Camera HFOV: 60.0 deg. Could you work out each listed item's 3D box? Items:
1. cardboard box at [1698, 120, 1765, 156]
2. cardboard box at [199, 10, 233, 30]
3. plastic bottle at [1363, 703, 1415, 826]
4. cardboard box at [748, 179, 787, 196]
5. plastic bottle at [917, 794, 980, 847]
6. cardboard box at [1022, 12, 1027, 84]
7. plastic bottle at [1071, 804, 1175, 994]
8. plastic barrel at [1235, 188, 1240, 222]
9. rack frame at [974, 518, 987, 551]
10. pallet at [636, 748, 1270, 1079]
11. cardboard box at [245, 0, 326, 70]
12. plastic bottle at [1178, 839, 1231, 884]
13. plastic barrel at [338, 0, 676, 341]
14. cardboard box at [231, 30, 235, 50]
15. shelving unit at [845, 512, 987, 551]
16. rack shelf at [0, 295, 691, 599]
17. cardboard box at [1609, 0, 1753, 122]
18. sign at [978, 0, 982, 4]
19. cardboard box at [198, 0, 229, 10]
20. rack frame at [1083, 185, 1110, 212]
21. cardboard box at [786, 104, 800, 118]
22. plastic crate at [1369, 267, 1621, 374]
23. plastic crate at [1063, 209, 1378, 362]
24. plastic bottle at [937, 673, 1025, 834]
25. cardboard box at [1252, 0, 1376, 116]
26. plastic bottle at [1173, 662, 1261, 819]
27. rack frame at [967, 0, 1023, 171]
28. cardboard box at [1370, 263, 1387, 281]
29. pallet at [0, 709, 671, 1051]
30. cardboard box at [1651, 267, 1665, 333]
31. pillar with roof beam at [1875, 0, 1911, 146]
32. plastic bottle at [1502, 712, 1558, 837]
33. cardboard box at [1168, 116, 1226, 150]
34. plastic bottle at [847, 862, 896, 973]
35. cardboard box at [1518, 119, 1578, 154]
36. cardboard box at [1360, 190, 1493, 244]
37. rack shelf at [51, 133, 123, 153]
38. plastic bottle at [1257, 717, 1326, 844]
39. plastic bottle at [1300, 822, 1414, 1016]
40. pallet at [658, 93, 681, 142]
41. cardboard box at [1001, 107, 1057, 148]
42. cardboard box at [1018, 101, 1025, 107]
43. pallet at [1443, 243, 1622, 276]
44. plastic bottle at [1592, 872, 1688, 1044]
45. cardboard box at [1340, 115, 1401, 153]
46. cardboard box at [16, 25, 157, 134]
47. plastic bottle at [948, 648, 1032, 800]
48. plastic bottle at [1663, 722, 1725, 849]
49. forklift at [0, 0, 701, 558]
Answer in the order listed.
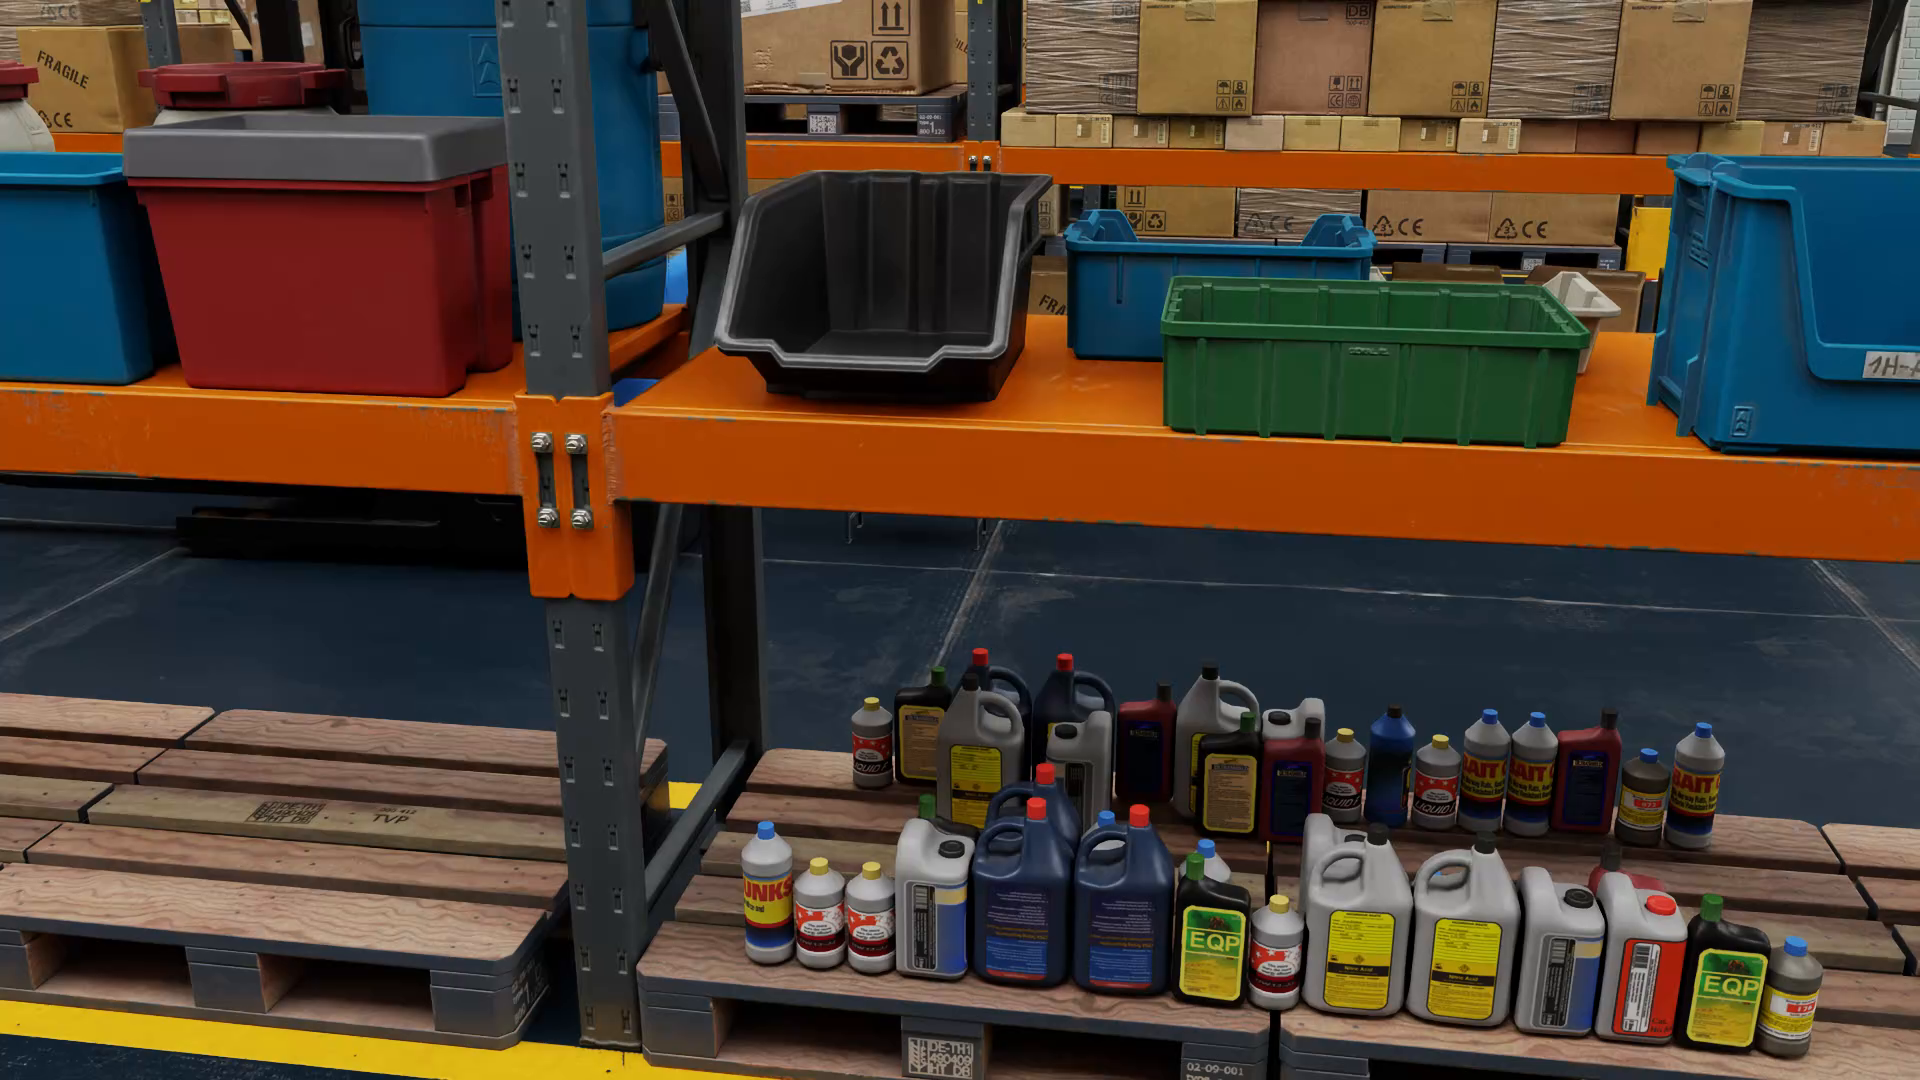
[{"bbox_3d":[3.306,-1.761,7.236,0.250,0.149,0.380,3,19,9],"label":"cardboard box"},{"bbox_3d":[-5.755,-4.093,13.075,0.250,0.149,0.380,2,19,6],"label":"cardboard box"},{"bbox_3d":[0.959,0.494,3.706,0.097,0.271,0.097,0,18,0],"label":"plastic bottle"},{"bbox_3d":[-1.439,-2.904,13.137,0.750,0.750,1.050,3,19,9],"label":"cardboard box"},{"bbox_3d":[-0.028,0.636,3.263,0.133,0.283,0.061,3,19,9],"label":"plastic bottle"},{"bbox_3d":[0.502,-3.662,12.362,0.500,0.500,0.500,3,19,8],"label":"cardboard box"},{"bbox_3d":[0.305,0.656,3.095,0.185,0.351,0.144,2,19,6],"label":"plastic bottle"},{"bbox_3d":[2.423,-2.873,14.224,0.512,0.421,0.421,-15,24,-38],"label":"plastic barrel"},{"bbox_3d":[0.077,-0.565,6.101,0.015,1.200,0.240,3,19,9],"label":"rack frame"},{"bbox_3d":[0.044,0.798,3.585,1.213,0.211,1.003,3,19,9],"label":"pallet"},{"bbox_3d":[-3.237,-2.556,8.396,0.500,0.500,0.500,1,19,2],"label":"cardboard box"},{"bbox_3d":[0.456,0.690,3.121,0.097,0.271,0.097,0,18,0],"label":"plastic bottle"},{"bbox_3d":[-0.946,-0.923,3.545,0.708,0.901,0.600,3,19,9],"label":"plastic barrel"},{"bbox_3d":[-5.755,-3.952,13.120,0.250,0.149,0.380,3,19,9],"label":"cardboard box"},{"bbox_3d":[-0.163,-0.577,6.138,0.503,1.200,0.258,3,19,9],"label":"shelving unit"},{"bbox_3d":[-2.587,-0.331,3.698,4.000,0.370,1.077,3,19,9],"label":"rack shelf"},{"bbox_3d":[3.071,-2.134,7.327,0.500,0.500,0.875,3,19,9],"label":"cardboard box"},{"bbox_3d":[0.088,-2.498,7.217,0.005,0.325,0.100,3,19,9],"label":"sign"},{"bbox_3d":[-5.748,-4.233,13.025,0.250,0.149,0.380,3,19,8],"label":"cardboard box"},{"bbox_3d":[1.059,-3.672,12.550,0.127,3.000,1.000,3,19,9],"label":"rack frame"},{"bbox_3d":[-2.365,-5.980,22.727,0.500,0.500,0.500,3,19,8],"label":"cardboard box"},{"bbox_3d":[1.031,-0.444,3.318,0.437,0.136,0.530,3,19,9],"label":"plastic crate"},{"bbox_3d":[0.523,-0.530,3.394,0.616,0.251,0.499,3,19,9],"label":"plastic crate"},{"bbox_3d":[0.046,0.464,3.672,0.185,0.351,0.144,3,19,9],"label":"plastic bottle"},{"bbox_3d":[1.605,-2.240,7.643,0.500,0.500,0.875,3,19,9],"label":"cardboard box"},{"bbox_3d":[0.577,0.444,3.729,0.185,0.351,0.144,3,19,8],"label":"plastic bottle"},{"bbox_3d":[0.173,-2.123,7.921,0.127,3.000,1.000,3,19,9],"label":"rack frame"},{"bbox_3d":[1.754,-1.071,8.054,0.500,0.500,0.500,1,19,4],"label":"cardboard box"},{"bbox_3d":[-1.394,0.724,3.807,1.213,0.211,1.003,3,19,9],"label":"pallet"},{"bbox_3d":[3.508,-0.972,7.759,0.500,0.500,0.500,7,20,19],"label":"cardboard box"},{"bbox_3d":[11.175,-8.093,16.309,0.400,9.000,9.100,3,19,9],"label":"pillar with roof beam"},{"bbox_3d":[1.258,0.509,3.661,0.097,0.271,0.097,0,18,0],"label":"plastic bottle"},{"bbox_3d":[1.082,-1.869,7.556,0.250,0.149,0.380,3,19,9],"label":"cardboard box"},{"bbox_3d":[-0.167,0.711,3.168,0.097,0.201,0.097,0,18,0],"label":"plastic bottle"},{"bbox_3d":[2.571,-1.810,7.381,0.250,0.149,0.380,3,19,9],"label":"cardboard box"},{"bbox_3d":[3.460,-2.719,12.389,0.875,0.875,0.875,3,19,8],"label":"cardboard box"},{"bbox_3d":[-5.751,-2.084,8.937,4.000,0.370,1.077,3,19,9],"label":"rack shelf"},{"bbox_3d":[0.721,0.519,3.612,0.133,0.283,0.061,3,19,9],"label":"plastic bottle"},{"bbox_3d":[0.725,0.678,3.031,0.185,0.351,0.144,3,19,8],"label":"plastic bottle"},{"bbox_3d":[-1.815,-2.146,8.293,1.213,0.211,1.003,3,19,9],"label":"pallet"},{"bbox_3d":[0.338,-1.899,7.646,0.250,0.149,0.380,3,19,9],"label":"cardboard box"},{"bbox_3d":[0.432,-2.085,8.203,0.250,0.149,0.380,3,19,9],"label":"cardboard box"},{"bbox_3d":[4.207,-2.164,12.437,1.213,0.211,1.003,3,19,9],"label":"pallet"},{"bbox_3d":[1.209,0.737,2.973,0.135,0.276,0.152,3,19,9],"label":"plastic bottle"},{"bbox_3d":[1.821,-1.827,7.433,0.250,0.149,0.380,3,19,9],"label":"cardboard box"},{"bbox_3d":[-4.303,-2.319,8.349,0.500,0.500,0.500,4,19,10],"label":"cardboard box"},{"bbox_3d":[0.069,0.418,3.807,0.185,0.351,0.144,2,19,7],"label":"plastic bottle"},{"bbox_3d":[1.596,0.526,3.609,0.097,0.271,0.097,0,18,0],"label":"plastic bottle"},{"bbox_3d":[-2.439,-1.488,6.131,3.031,2.935,1.130,2,19,7],"label":"forklift"}]
